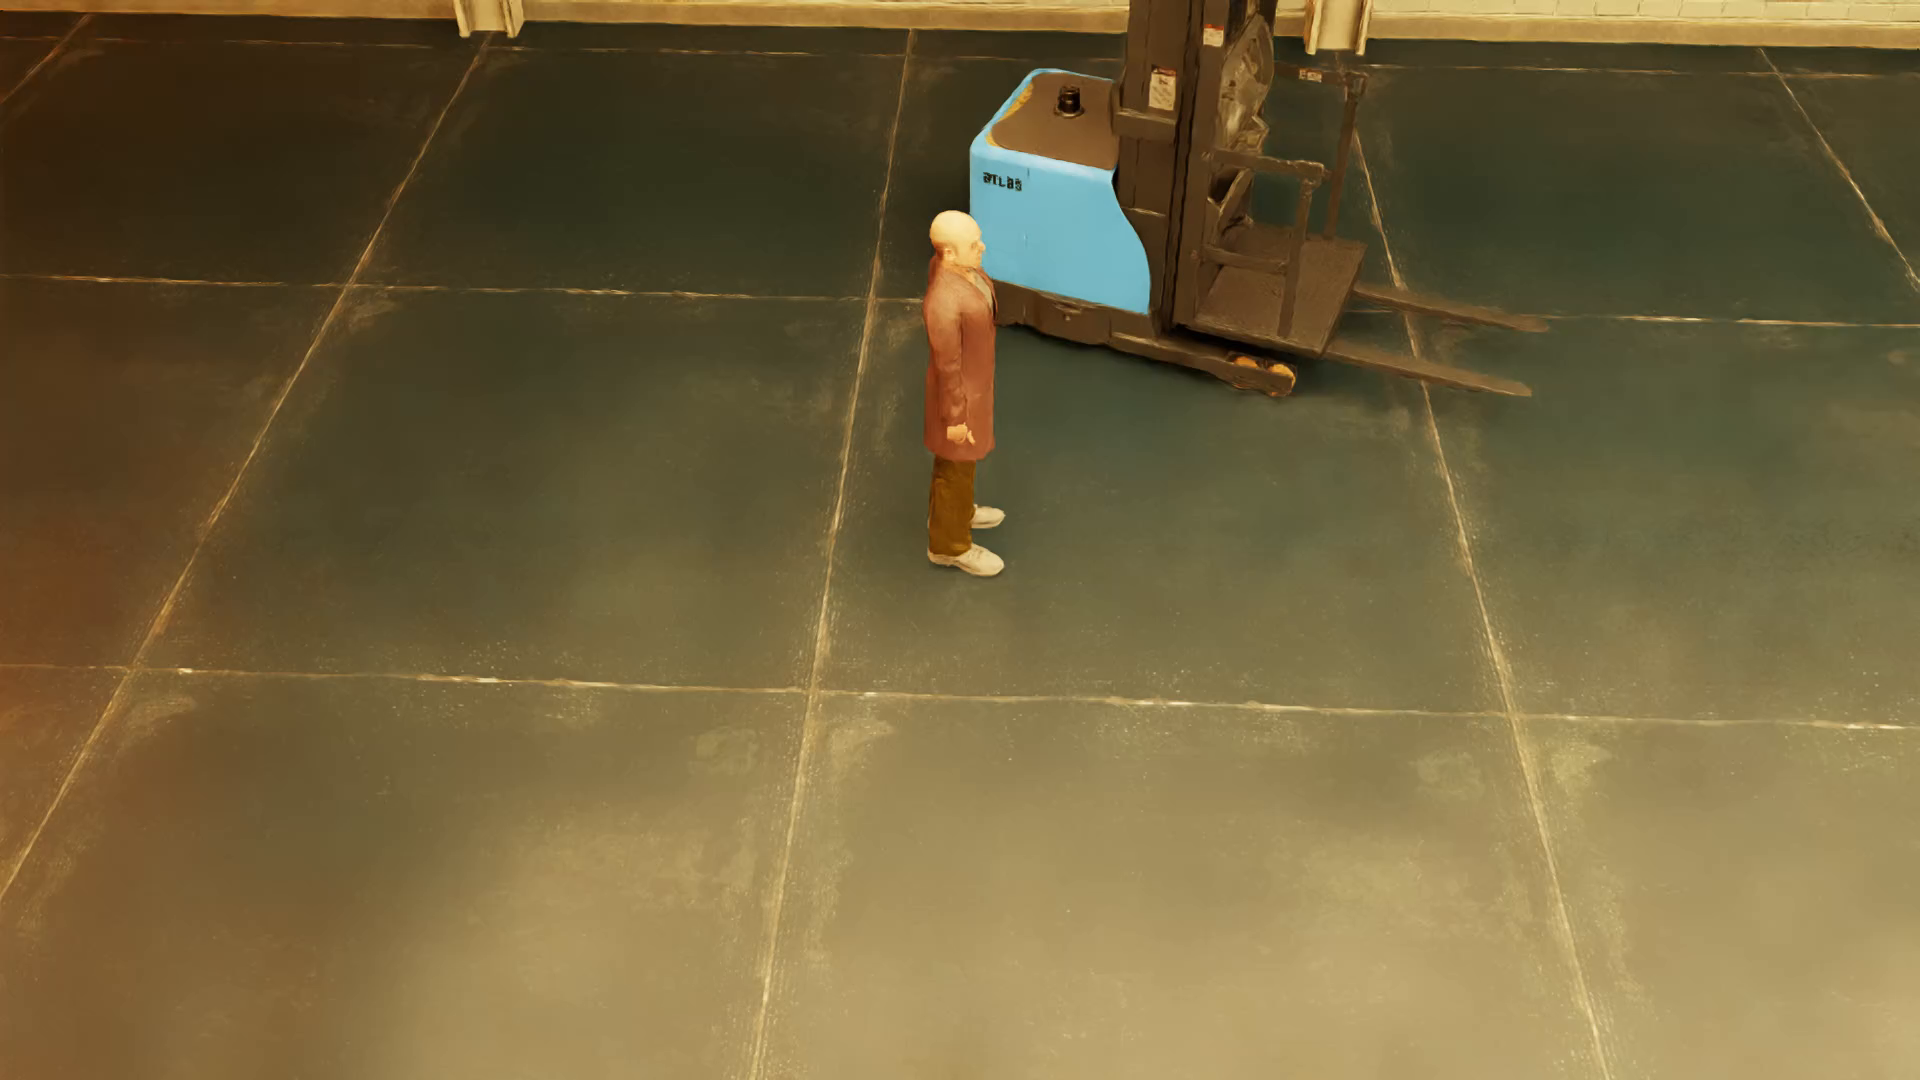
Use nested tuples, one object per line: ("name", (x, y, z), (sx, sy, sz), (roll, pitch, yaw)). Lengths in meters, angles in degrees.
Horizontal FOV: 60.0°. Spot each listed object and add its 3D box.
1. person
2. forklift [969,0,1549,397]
("person", (0.027, -0.659, 7.315), (0.377, 1.783, 0.558), (2, 42, 2))
("forklift", (1.603, -2.242, 8.198), (3.031, 2.935, 1.130), (16, 45, 16))
